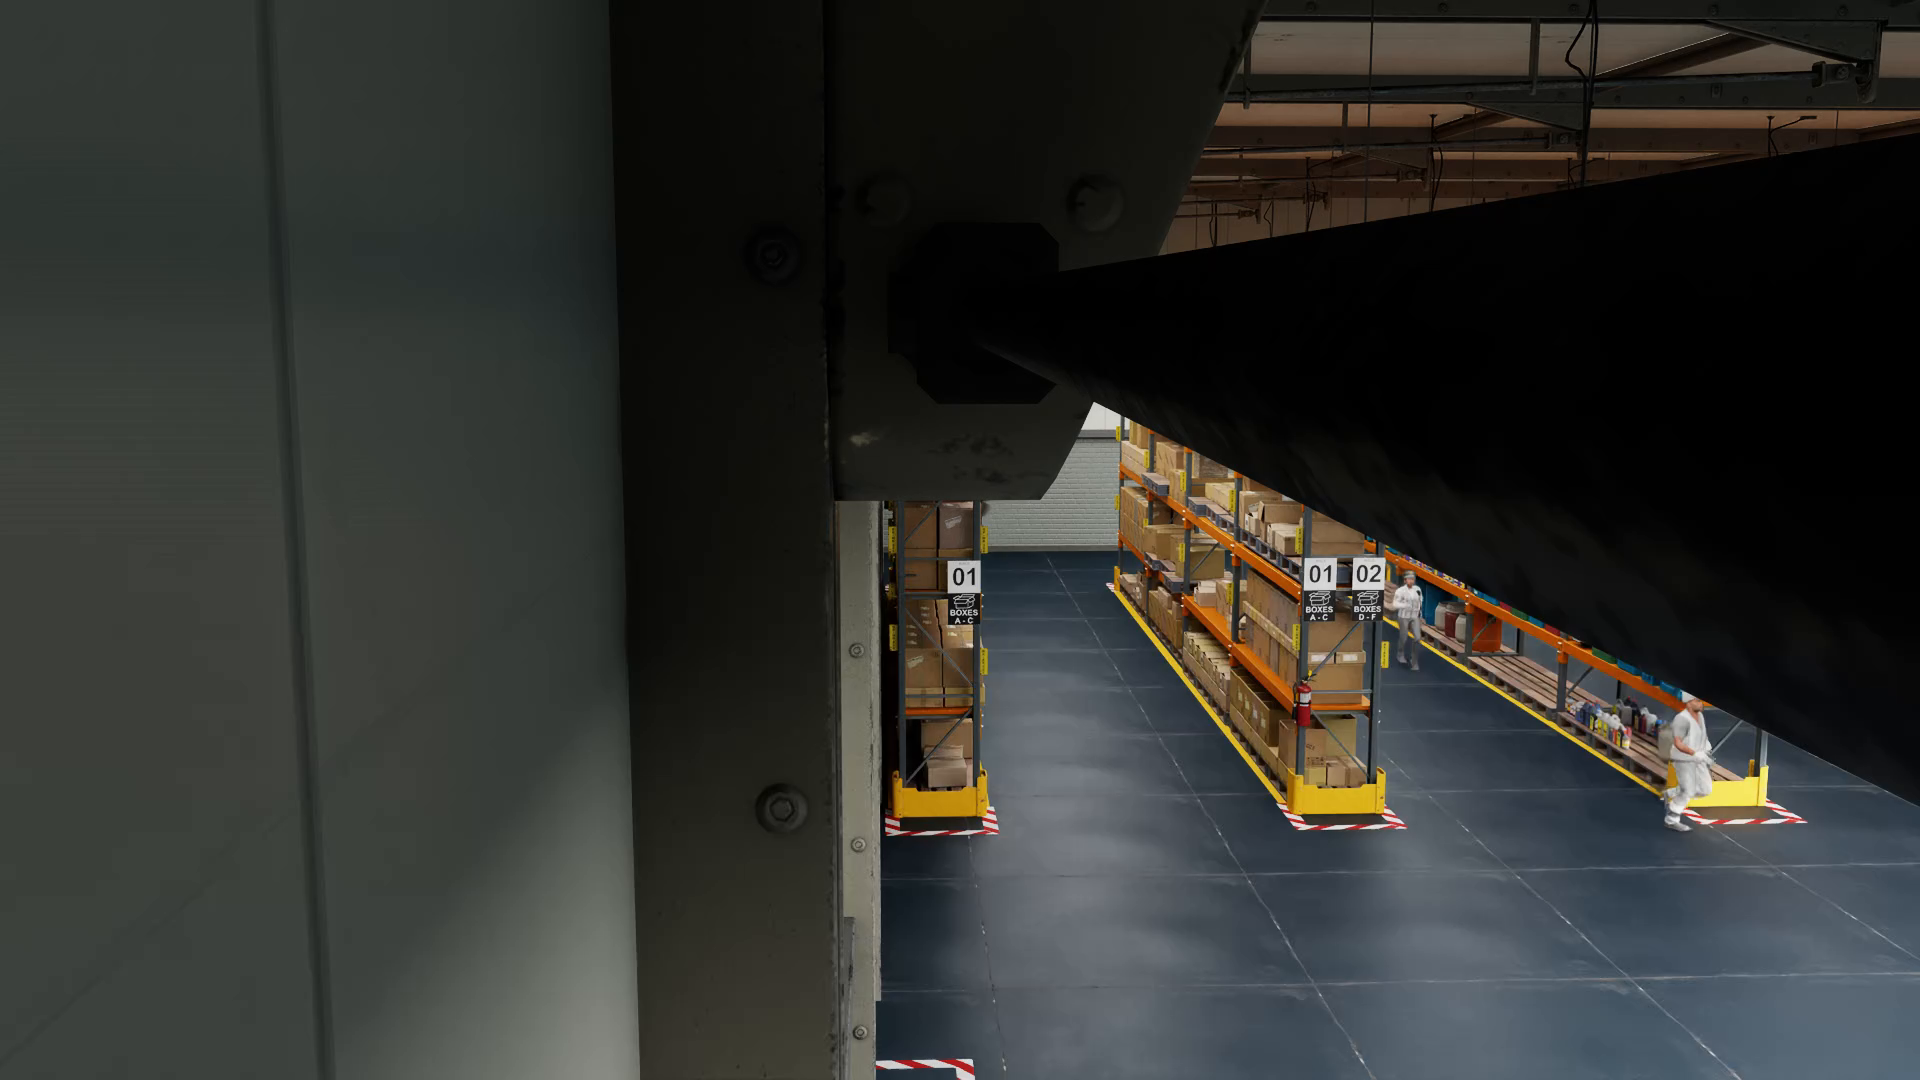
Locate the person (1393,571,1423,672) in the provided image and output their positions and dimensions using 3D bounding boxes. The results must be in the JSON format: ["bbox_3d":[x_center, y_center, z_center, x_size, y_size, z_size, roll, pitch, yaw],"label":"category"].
[{"bbox_3d":[7.738,1.383,28.688,0.594,1.753,0.753,0,8,-1],"label":"person"}]

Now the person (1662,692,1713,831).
[{"bbox_3d":[8.738,2.629,19.874,0.690,1.746,0.654,-7,11,-39],"label":"person"}]
